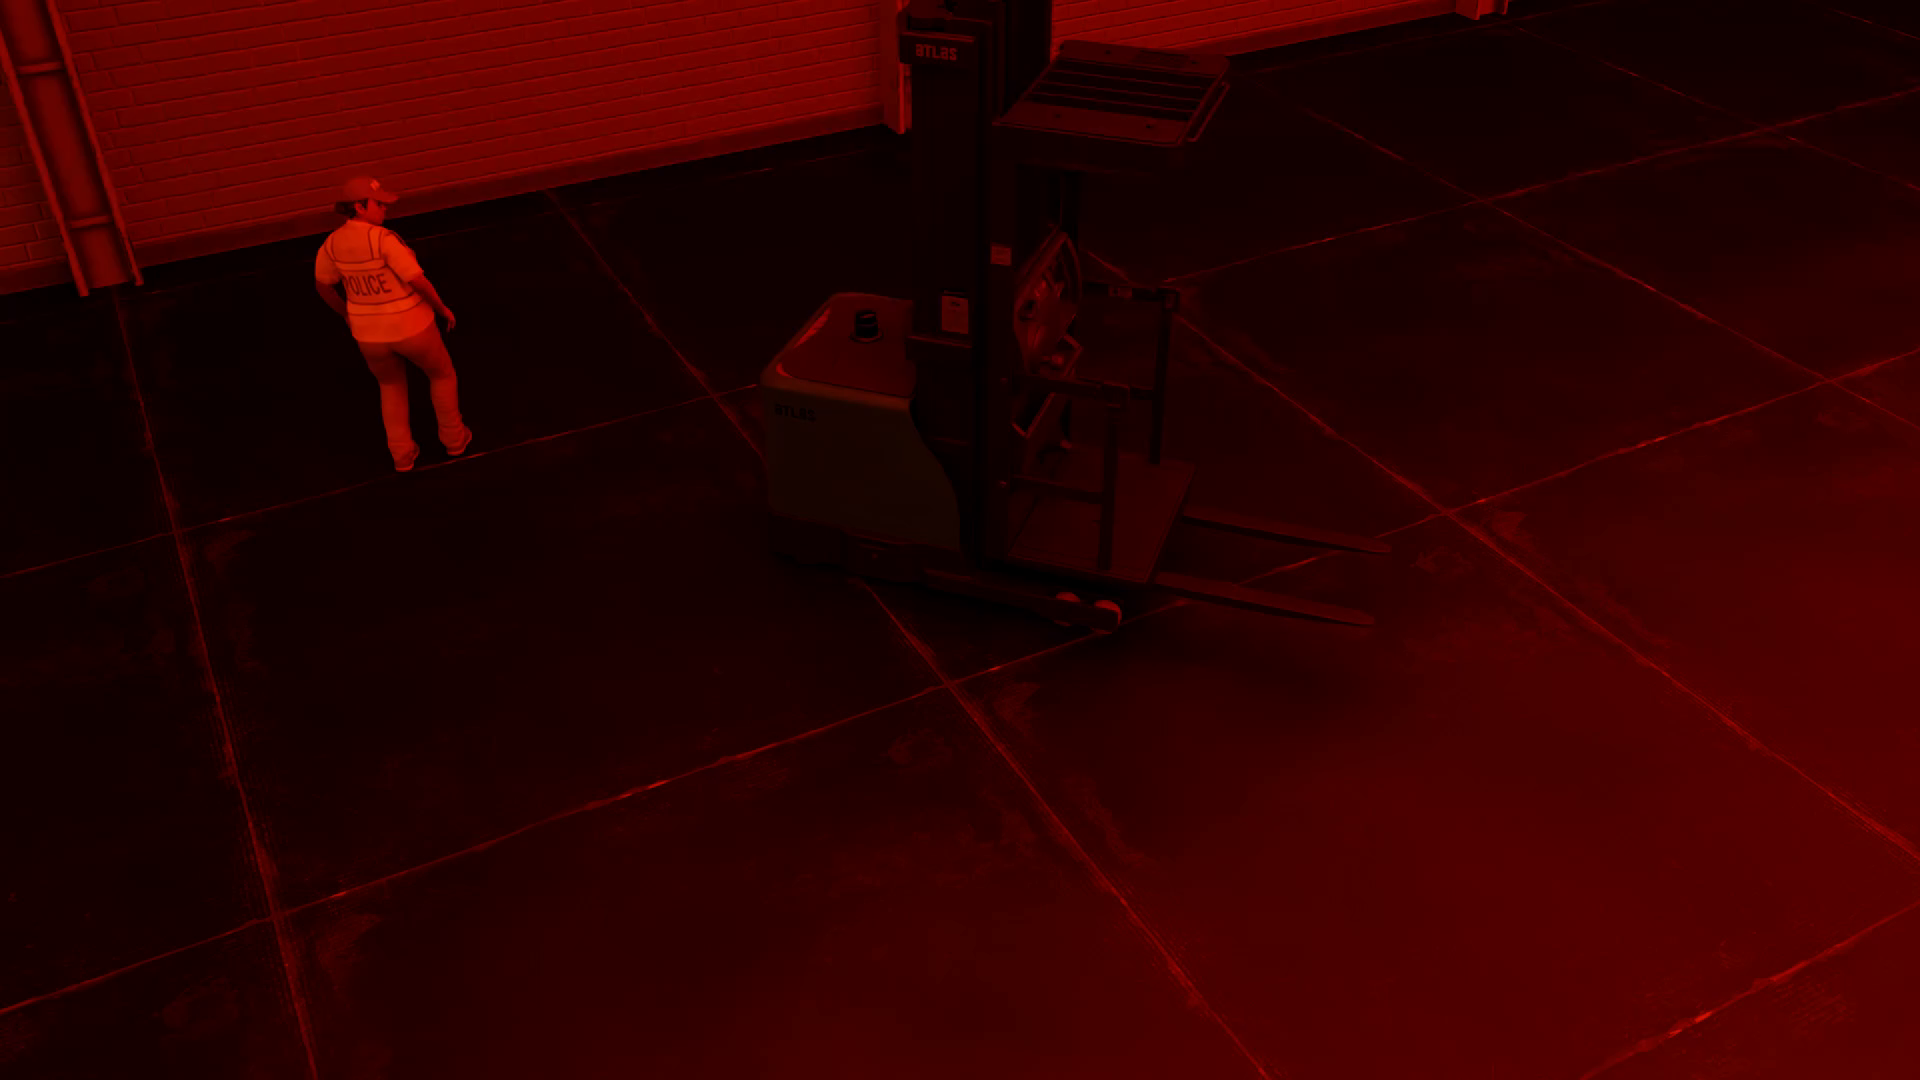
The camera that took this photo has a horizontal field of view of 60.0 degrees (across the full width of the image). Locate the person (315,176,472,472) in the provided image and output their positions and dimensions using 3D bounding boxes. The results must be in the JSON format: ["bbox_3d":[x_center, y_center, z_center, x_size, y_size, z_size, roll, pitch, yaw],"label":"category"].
[{"bbox_3d":[-3.028,-1.155,8.880,0.680,1.644,0.511,3,35,4],"label":"person"}]

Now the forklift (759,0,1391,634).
[{"bbox_3d":[0.593,-1.089,7.663,3.031,2.935,1.130,11,37,16],"label":"forklift"}]
